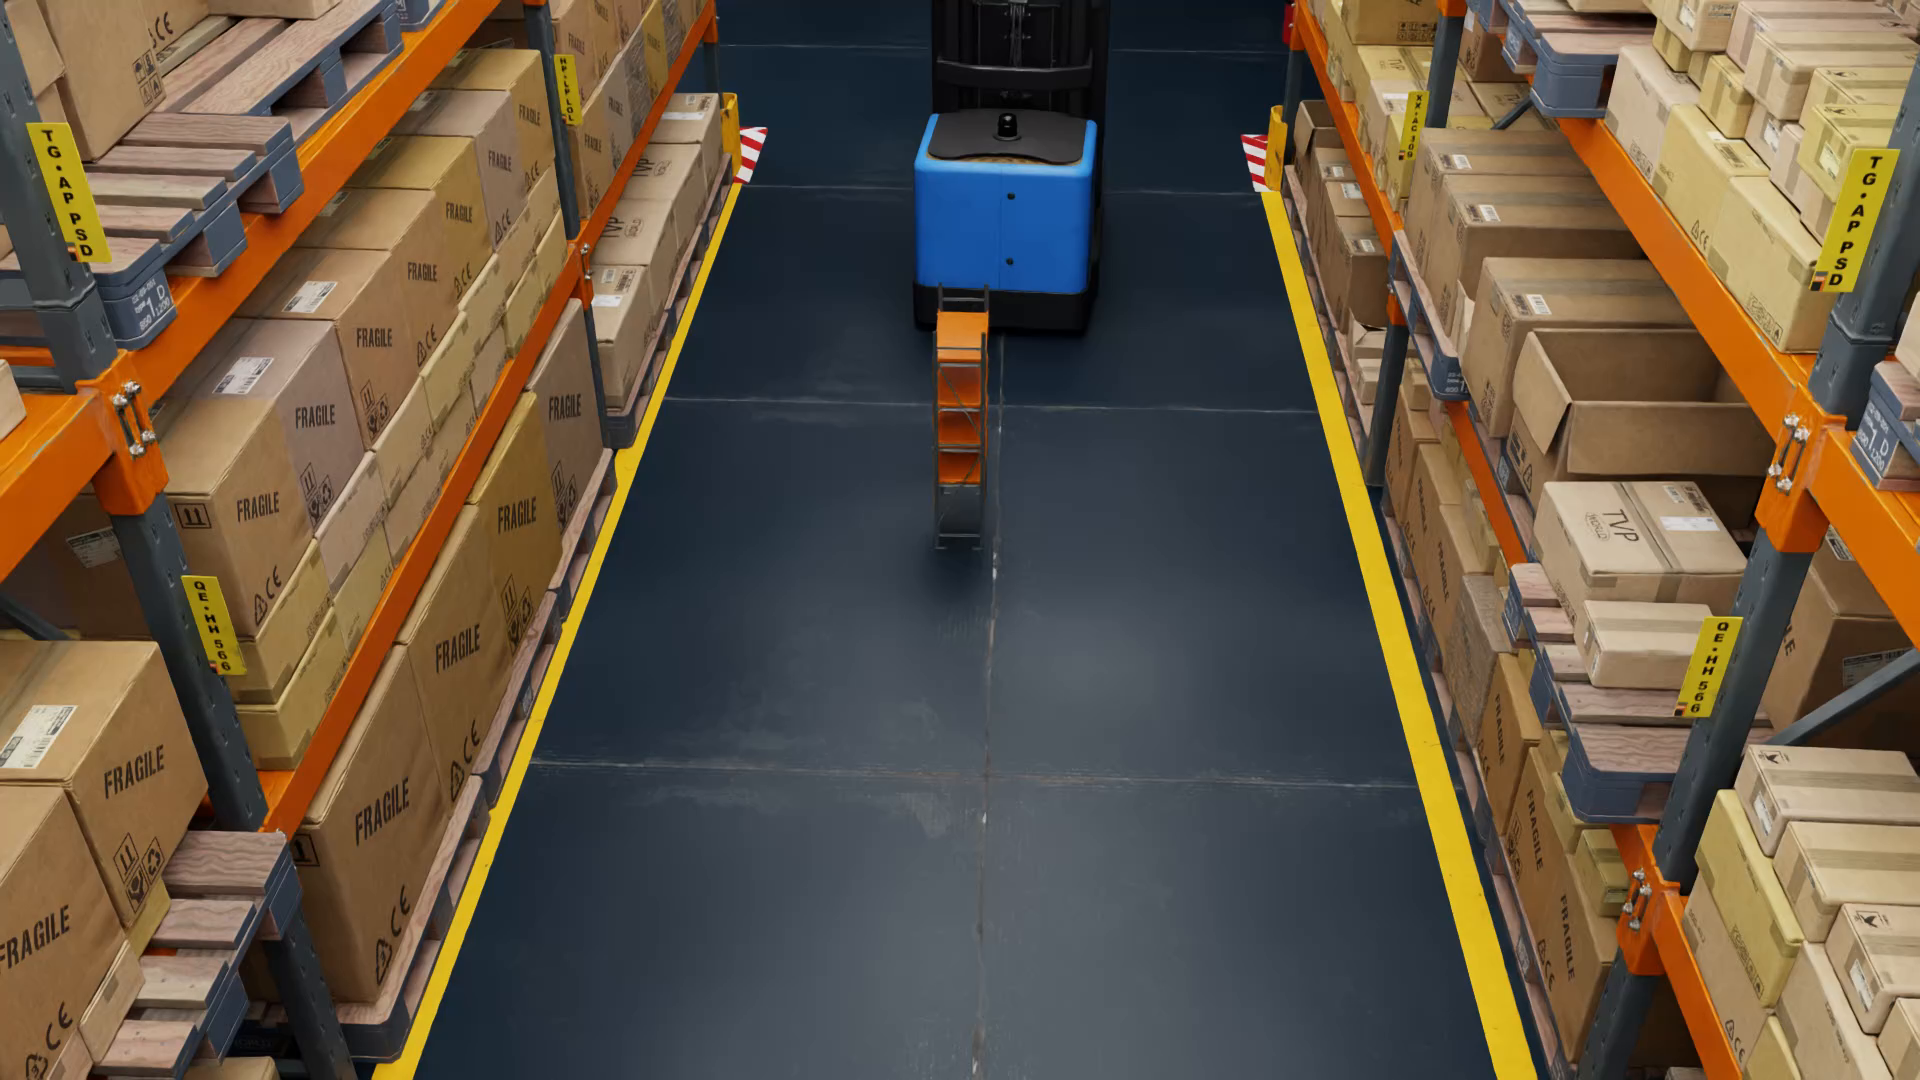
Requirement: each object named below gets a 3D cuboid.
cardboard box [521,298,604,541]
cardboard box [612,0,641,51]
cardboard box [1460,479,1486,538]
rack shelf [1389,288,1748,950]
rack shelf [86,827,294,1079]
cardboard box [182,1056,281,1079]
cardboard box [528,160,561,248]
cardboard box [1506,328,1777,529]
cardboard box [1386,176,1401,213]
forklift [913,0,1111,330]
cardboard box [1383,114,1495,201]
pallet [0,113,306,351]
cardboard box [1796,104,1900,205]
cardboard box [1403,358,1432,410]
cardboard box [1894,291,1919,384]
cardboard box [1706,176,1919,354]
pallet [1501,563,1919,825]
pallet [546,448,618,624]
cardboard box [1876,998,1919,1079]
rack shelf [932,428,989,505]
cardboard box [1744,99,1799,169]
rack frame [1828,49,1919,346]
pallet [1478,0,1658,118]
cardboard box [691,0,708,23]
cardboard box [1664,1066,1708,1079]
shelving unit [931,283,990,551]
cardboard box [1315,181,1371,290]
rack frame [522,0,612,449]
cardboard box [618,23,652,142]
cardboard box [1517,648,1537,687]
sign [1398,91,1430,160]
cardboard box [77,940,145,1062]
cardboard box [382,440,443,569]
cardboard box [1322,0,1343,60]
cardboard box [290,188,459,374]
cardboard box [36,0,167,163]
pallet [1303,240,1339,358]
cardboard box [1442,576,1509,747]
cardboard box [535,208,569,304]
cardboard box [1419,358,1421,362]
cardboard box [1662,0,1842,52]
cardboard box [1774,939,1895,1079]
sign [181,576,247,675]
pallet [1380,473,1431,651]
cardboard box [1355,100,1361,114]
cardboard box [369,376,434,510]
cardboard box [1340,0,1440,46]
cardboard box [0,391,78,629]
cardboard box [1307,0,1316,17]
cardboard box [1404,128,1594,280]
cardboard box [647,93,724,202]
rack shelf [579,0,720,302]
[{"bbox_3d":[-2.293,-0.581,7.950,0.875,0.875,0.875,2,35,3],"label":"cardboard box"},{"bbox_3d":[-2.028,-2.938,8.866,0.500,0.500,0.500,2,35,3],"label":"cardboard box"},{"bbox_3d":[2.354,-0.129,7.070,0.380,0.149,0.250,1,35,2],"label":"cardboard box"},{"bbox_3d":[2.532,-0.080,6.381,1.077,0.370,4.000,1,35,2],"label":"rack shelf"},{"bbox_3d":[-2.589,2.105,3.271,1.077,0.370,4.000,1,35,2],"label":"rack shelf"},{"bbox_3d":[-2.541,1.890,4.873,0.950,0.372,0.625,-1,35,-1],"label":"cardboard box"},{"bbox_3d":[-2.122,-1.520,7.500,0.500,0.250,0.500,1,35,2],"label":"cardboard box"},{"bbox_3d":[2.332,-0.382,5.729,0.797,0.503,0.637,1,35,1],"label":"cardboard box"},{"bbox_3d":[2.362,-1.760,8.364,0.380,0.149,0.250,2,35,3],"label":"cardboard box"},{"bbox_3d":[0.397,-3.280,10.368,1.130,2.935,3.031,4,35,5],"label":"forklift"},{"bbox_3d":[2.389,-1.882,8.191,0.500,0.250,0.500,2,35,3],"label":"cardboard box"},{"bbox_3d":[-2.535,-0.859,4.419,1.213,0.211,1.003,3,35,4],"label":"pallet"},{"bbox_3d":[2.170,-0.881,3.811,0.380,0.149,0.250,2,35,3],"label":"cardboard box"},{"bbox_3d":[2.332,-0.738,7.936,0.380,0.149,0.250,3,35,4],"label":"cardboard box"},{"bbox_3d":[2.134,-0.377,3.319,0.380,0.166,0.250,1,35,2],"label":"cardboard box"},{"bbox_3d":[2.230,-0.692,4.148,0.500,0.250,0.500,0,35,0],"label":"cardboard box"},{"bbox_3d":[2.409,0.462,5.151,1.213,0.211,1.003,1,35,2],"label":"pallet"},{"bbox_3d":[-2.303,-0.050,8.138,1.003,0.211,1.213,1,35,2],"label":"pallet"},{"bbox_3d":[2.153,1.097,3.430,0.380,0.149,0.250,2,35,2],"label":"cardboard box"},{"bbox_3d":[0.007,-0.369,8.193,0.258,0.148,0.480,1,35,2],"label":"rack shelf"},{"bbox_3d":[2.291,-1.063,4.328,0.380,0.149,0.250,2,35,3],"label":"cardboard box"},{"bbox_3d":[2.452,-1.680,2.814,1.000,3.000,0.127,1,35,2],"label":"rack frame"},{"bbox_3d":[2.477,-1.705,5.622,1.213,0.211,1.003,1,35,2],"label":"pallet"},{"bbox_3d":[-1.942,-3.692,10.808,0.500,0.500,0.500,2,35,2],"label":"cardboard box"},{"bbox_3d":[2.413,1.932,4.592,0.875,0.625,0.625,2,35,3],"label":"cardboard box"},{"bbox_3d":[0.007,-0.586,8.040,0.258,1.200,0.503,1,35,2],"label":"shelving unit"},{"bbox_3d":[2.459,-1.830,10.054,0.500,0.500,0.500,2,35,3],"label":"cardboard box"},{"bbox_3d":[-2.348,-1.636,7.969,1.000,3.000,0.127,1,35,2],"label":"rack frame"},{"bbox_3d":[-2.016,-2.515,9.133,0.500,0.500,0.500,2,35,2],"label":"cardboard box"},{"bbox_3d":[2.318,0.469,6.219,0.380,0.149,0.250,1,35,1],"label":"cardboard box"},{"bbox_3d":[2.070,-1.886,7.572,0.100,0.325,0.005,1,35,2],"label":"sign"},{"bbox_3d":[-2.190,1.088,3.946,0.380,0.149,0.250,1,35,1],"label":"cardboard box"},{"bbox_3d":[-2.207,-0.149,5.983,0.500,0.250,0.500,2,35,3],"label":"cardboard box"},{"bbox_3d":[2.448,-3.047,9.848,0.500,0.250,0.500,1,35,1],"label":"cardboard box"},{"bbox_3d":[-2.174,-0.938,6.019,0.500,0.500,0.500,2,35,3],"label":"cardboard box"},{"bbox_3d":[-2.658,-1.351,4.503,0.700,0.500,0.500,0,35,0],"label":"cardboard box"},{"bbox_3d":[2.687,-1.480,10.173,1.003,0.211,1.213,1,35,2],"label":"pallet"},{"bbox_3d":[2.305,0.491,6.752,0.500,0.500,0.500,0,35,0],"label":"cardboard box"},{"bbox_3d":[-2.114,-1.311,7.638,0.500,0.250,0.500,1,35,1],"label":"cardboard box"},{"bbox_3d":[2.393,-0.859,7.849,0.380,0.149,0.250,1,35,1],"label":"cardboard box"},{"bbox_3d":[2.214,-1.481,4.665,0.380,0.149,0.250,1,35,1],"label":"cardboard box"},{"bbox_3d":[2.168,1.168,3.675,0.500,0.250,0.500,2,35,3],"label":"cardboard box"},{"bbox_3d":[-1.966,0.228,4.379,0.100,0.325,0.005,1,35,2],"label":"sign"},{"bbox_3d":[2.617,0.085,7.945,1.003,0.211,1.213,1,35,2],"label":"pallet"},{"bbox_3d":[2.453,-2.496,9.411,0.380,0.149,0.250,1,35,2],"label":"cardboard box"},{"bbox_3d":[-2.187,-0.350,5.834,0.500,0.250,0.500,1,35,2],"label":"cardboard box"},{"bbox_3d":[2.426,-3.073,9.233,0.500,0.500,0.500,2,35,3],"label":"cardboard box"},{"bbox_3d":[-2.749,-0.091,4.814,0.500,0.500,0.500,0,35,1],"label":"cardboard box"},{"bbox_3d":[2.486,-3.537,10.892,0.380,0.149,0.250,1,35,2],"label":"cardboard box"},{"bbox_3d":[2.369,-1.464,7.272,0.700,0.500,0.500,2,35,3],"label":"cardboard box"},{"bbox_3d":[-2.113,-2.676,11.313,0.875,0.438,0.875,0,35,0],"label":"cardboard box"},{"bbox_3d":[-2.267,-2.491,9.811,1.077,0.370,4.000,1,35,2],"label":"rack shelf"}]
